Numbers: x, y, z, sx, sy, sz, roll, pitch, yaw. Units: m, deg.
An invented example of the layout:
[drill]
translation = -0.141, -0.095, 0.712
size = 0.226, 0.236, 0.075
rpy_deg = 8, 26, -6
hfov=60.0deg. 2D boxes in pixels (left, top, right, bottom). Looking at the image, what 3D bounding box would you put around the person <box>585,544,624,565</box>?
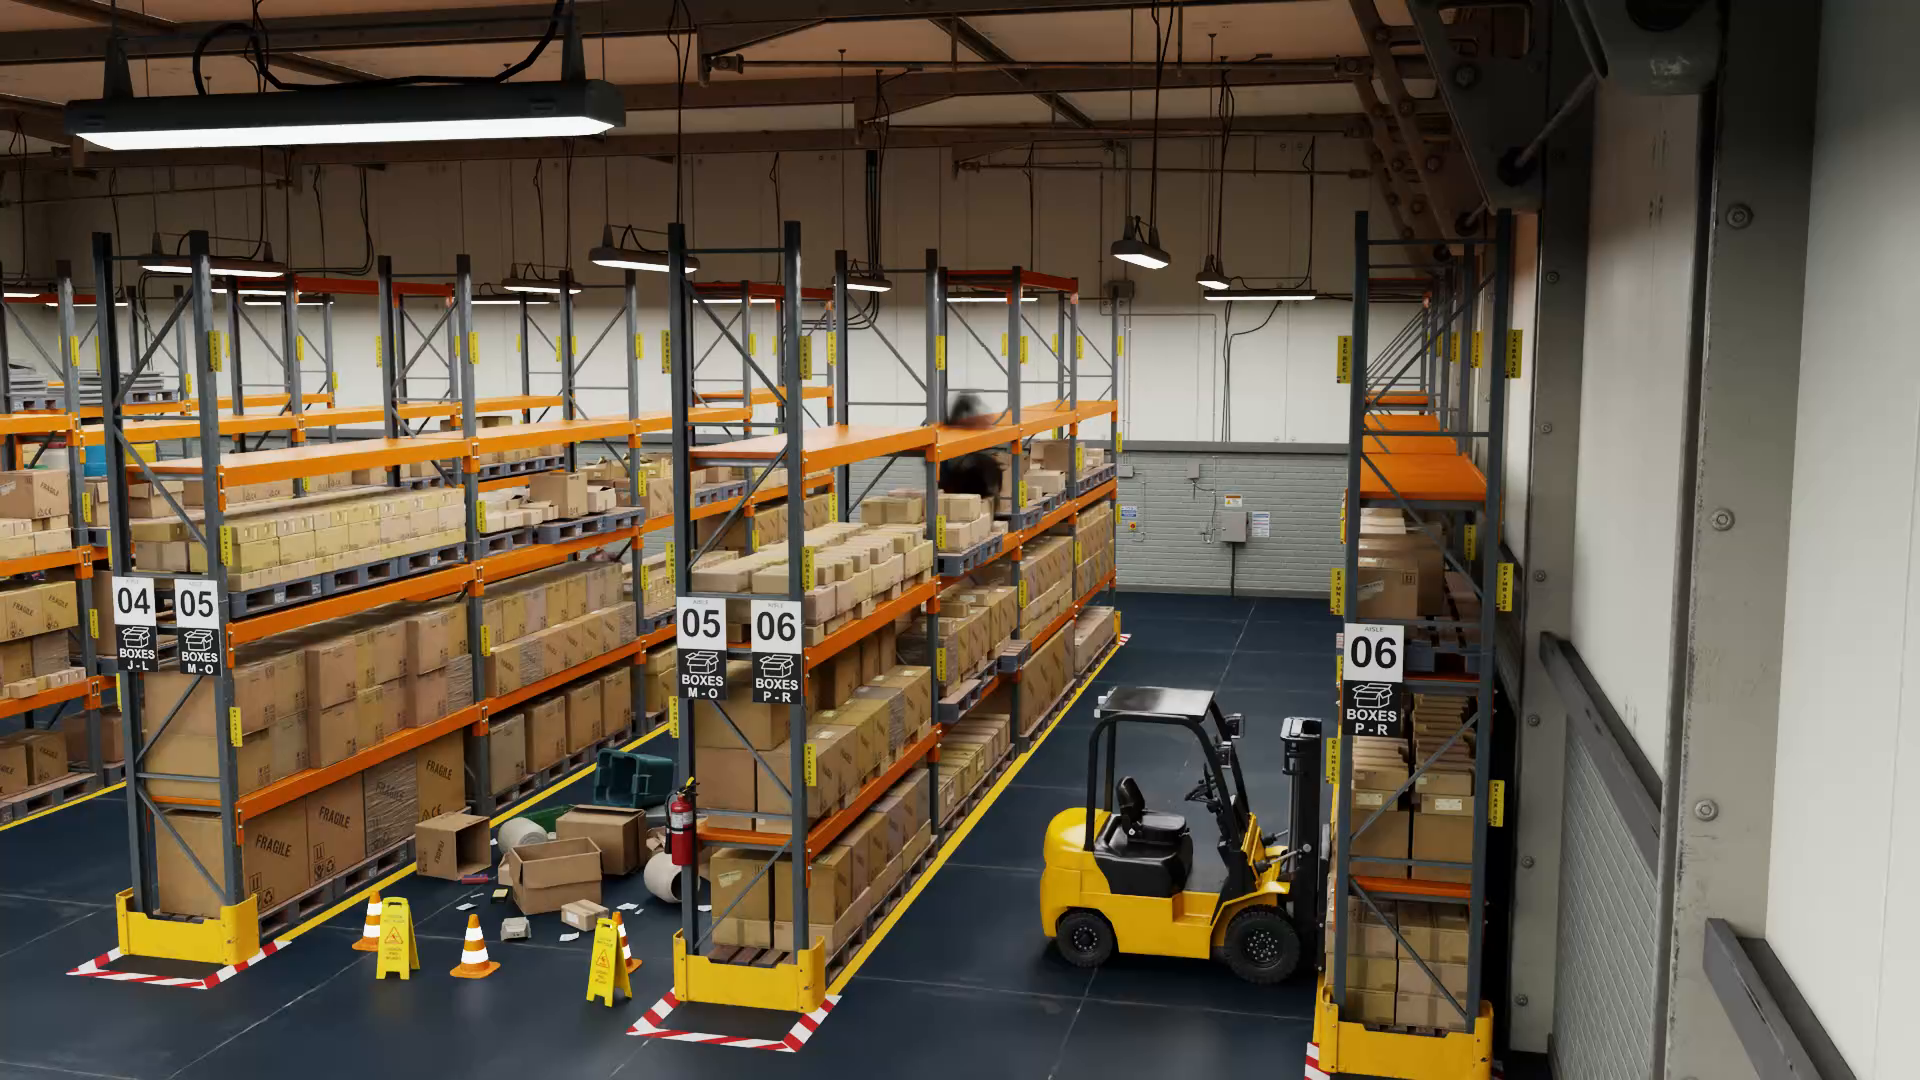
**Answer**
[person]
translation = -6.149, 0.828, 28.589
size = 0.742, 1.731, 0.579
rpy_deg = 1, 7, 8
